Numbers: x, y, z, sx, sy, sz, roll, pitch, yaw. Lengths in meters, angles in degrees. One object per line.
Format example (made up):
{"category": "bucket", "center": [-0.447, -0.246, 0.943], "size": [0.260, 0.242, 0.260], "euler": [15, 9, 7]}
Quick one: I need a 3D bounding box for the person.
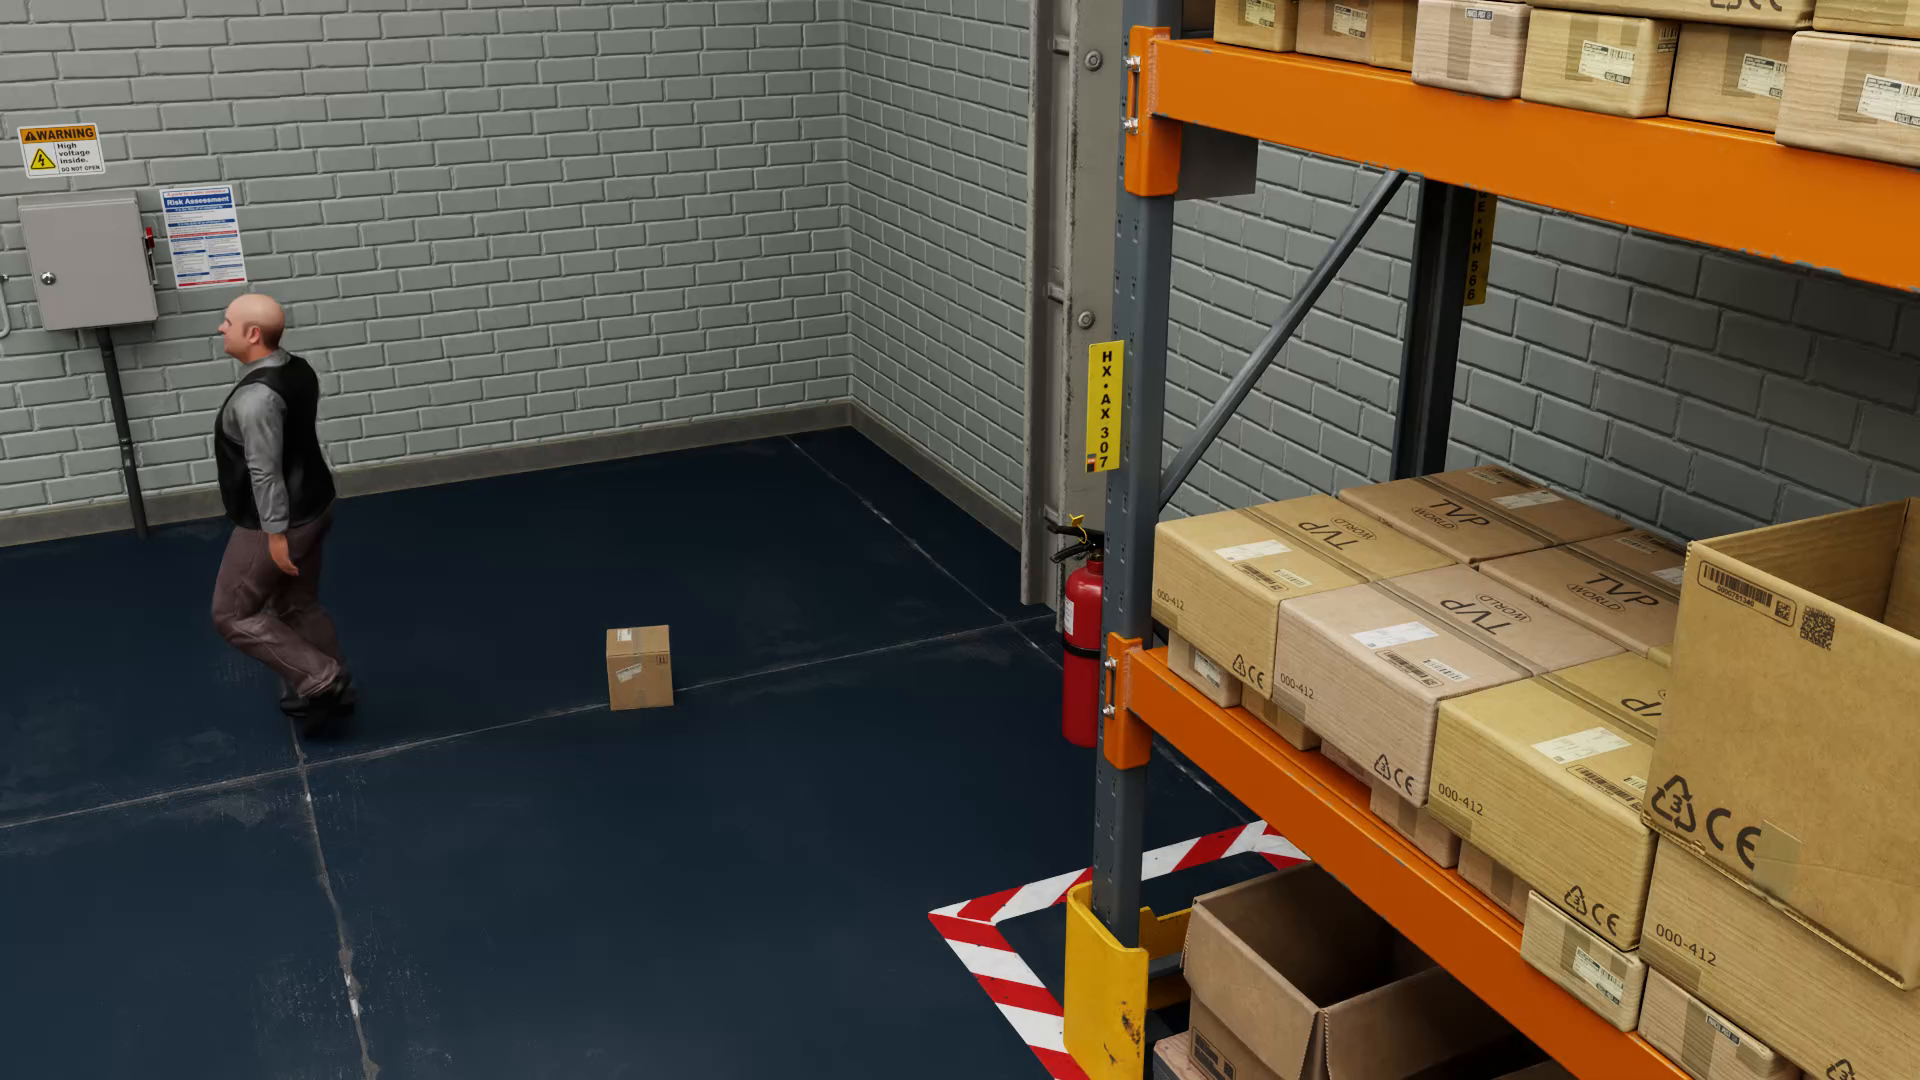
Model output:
{"category": "person", "center": [-2.590, -0.068, 6.250], "size": [0.437, 1.733, 0.546], "euler": [0, 22, -1]}
